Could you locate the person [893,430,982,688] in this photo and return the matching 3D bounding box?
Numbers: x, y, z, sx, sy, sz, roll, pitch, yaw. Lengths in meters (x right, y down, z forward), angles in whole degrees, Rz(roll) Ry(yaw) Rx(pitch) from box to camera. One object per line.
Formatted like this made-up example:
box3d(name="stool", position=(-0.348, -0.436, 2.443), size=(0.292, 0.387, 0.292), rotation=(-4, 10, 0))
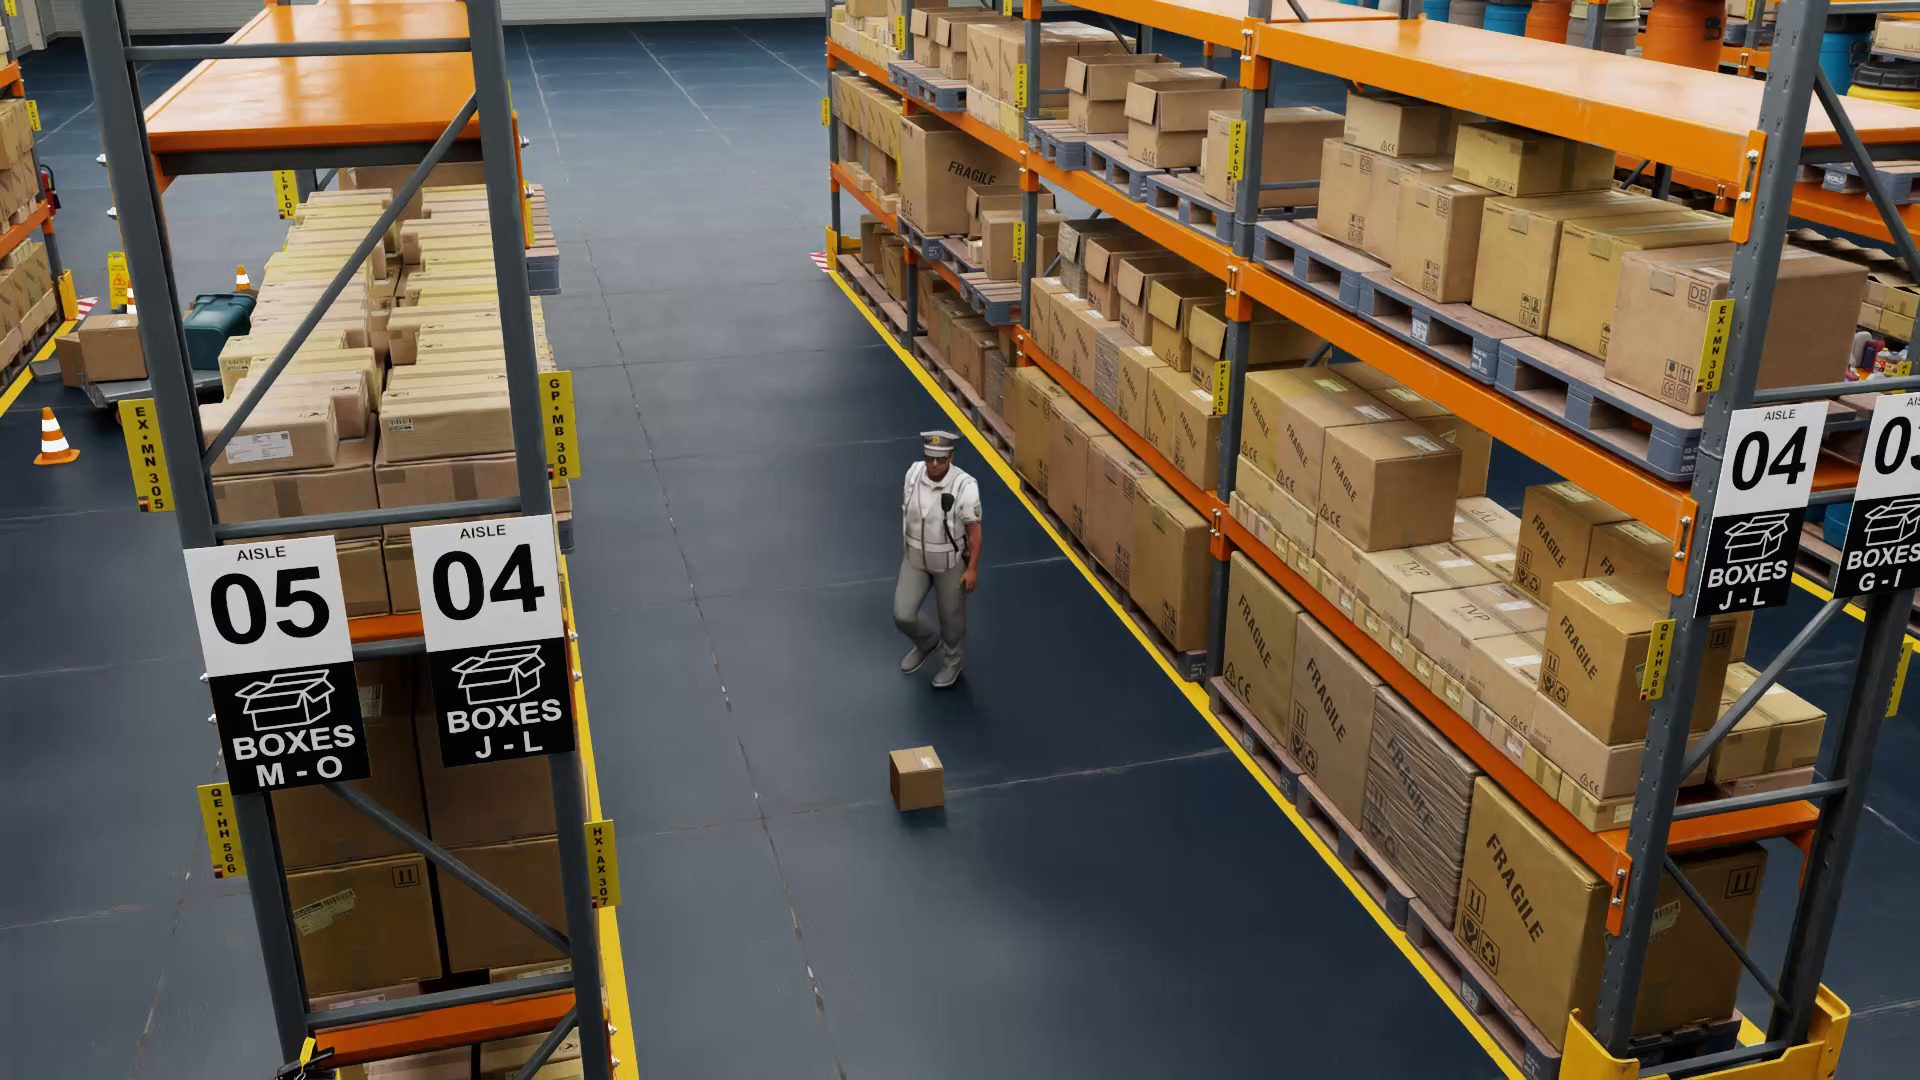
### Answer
box3d(name="person", position=(-0.129, 0.112, 10.337), size=(0.573, 1.748, 0.480), rotation=(9, 25, 21))
